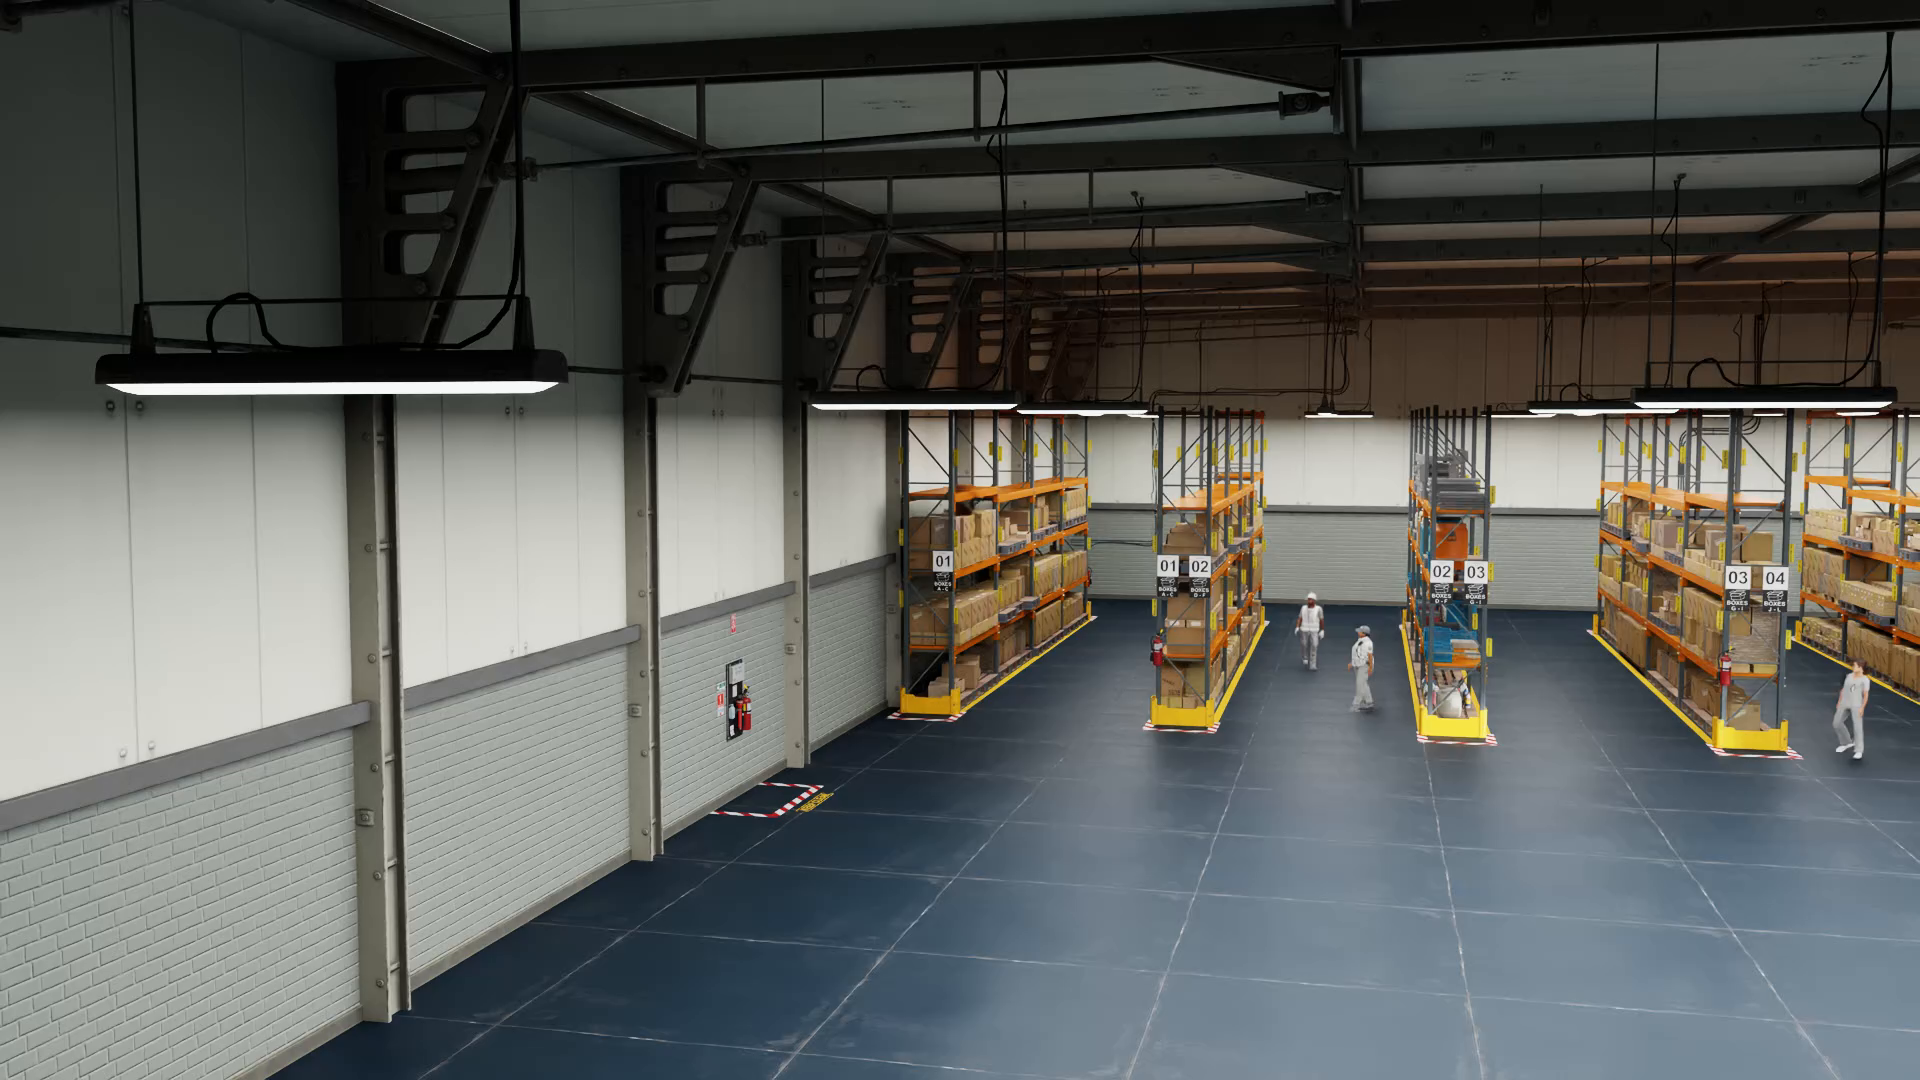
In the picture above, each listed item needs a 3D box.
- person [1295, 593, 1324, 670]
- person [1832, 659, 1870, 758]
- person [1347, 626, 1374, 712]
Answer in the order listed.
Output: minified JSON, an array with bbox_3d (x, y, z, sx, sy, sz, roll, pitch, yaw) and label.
[{"bbox_3d":[8.056,2.100,38.321,0.667,1.743,0.999,1,4,9],"label":"person"},{"bbox_3d":[15.213,2.847,28.351,0.462,1.670,0.542,-3,5,-35],"label":"person"},{"bbox_3d":[7.925,2.529,32.962,0.743,1.660,0.546,-2,5,-26],"label":"person"}]
